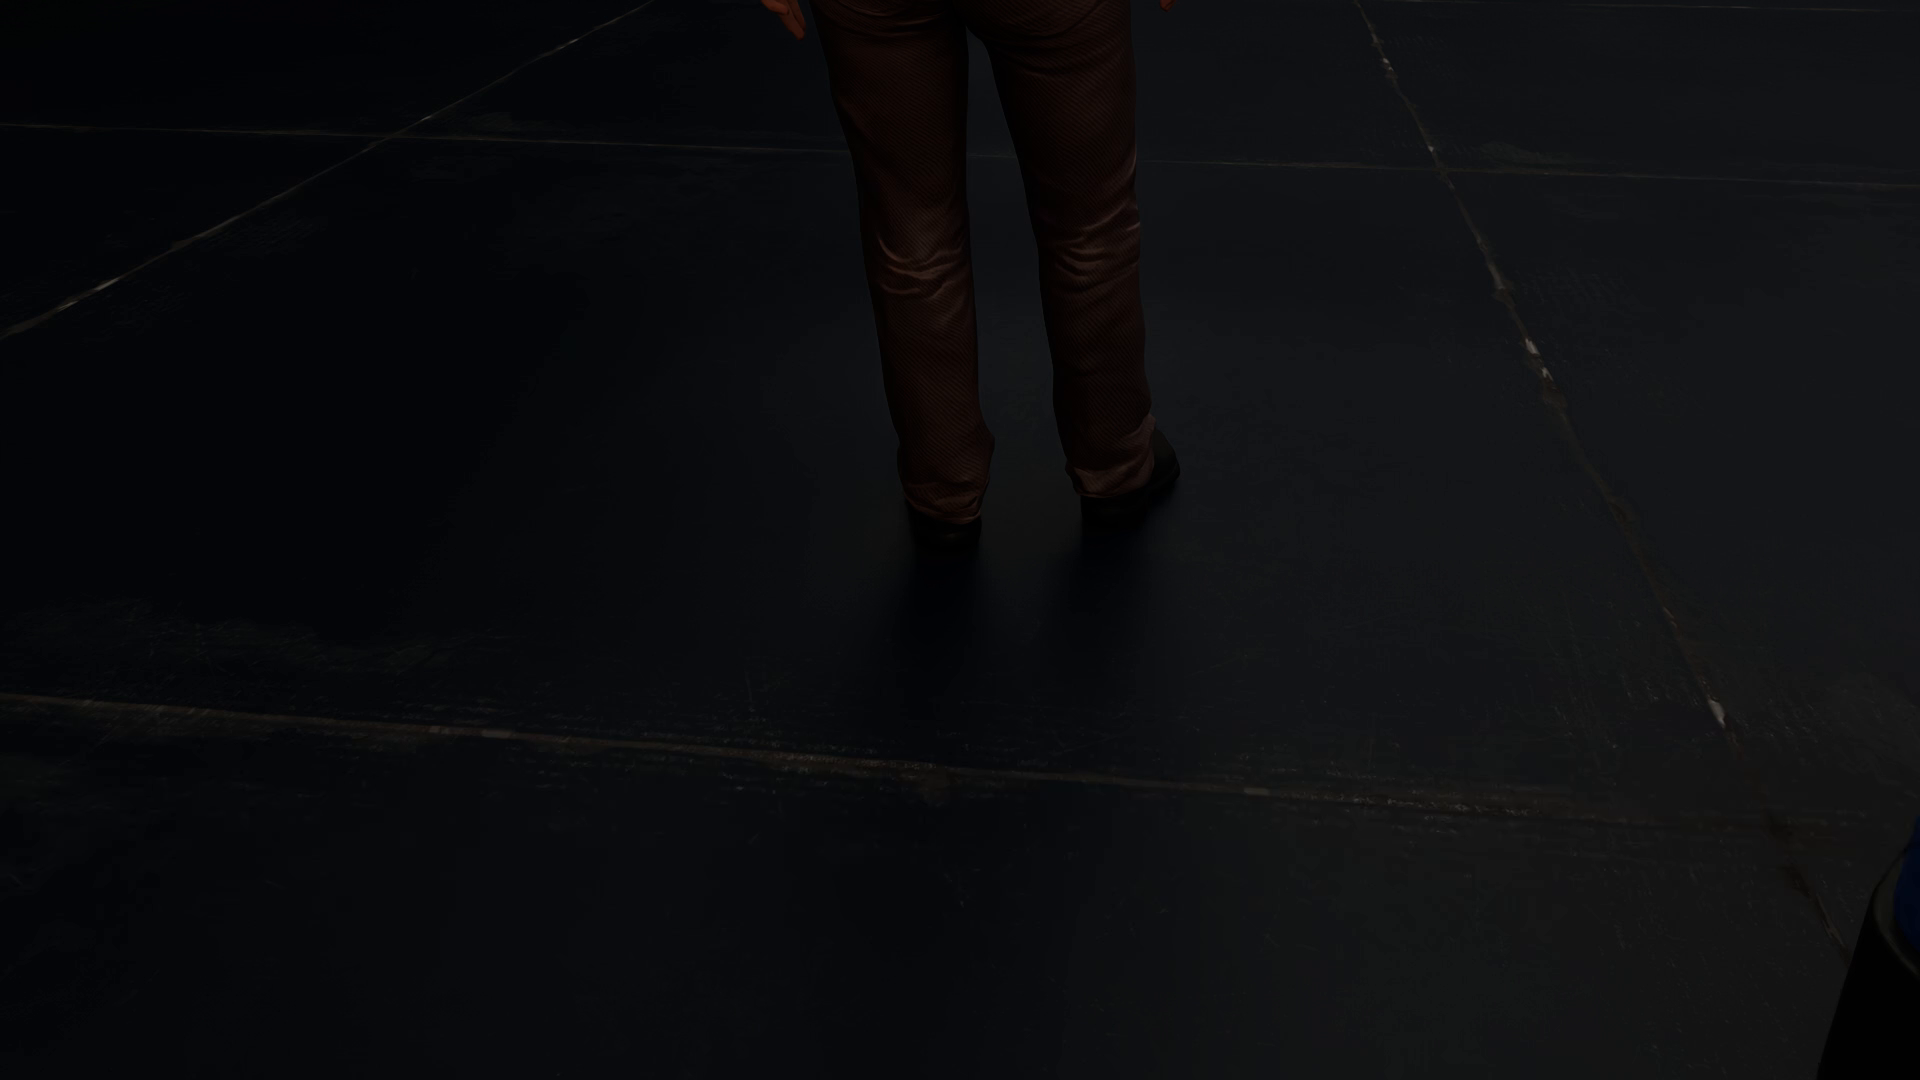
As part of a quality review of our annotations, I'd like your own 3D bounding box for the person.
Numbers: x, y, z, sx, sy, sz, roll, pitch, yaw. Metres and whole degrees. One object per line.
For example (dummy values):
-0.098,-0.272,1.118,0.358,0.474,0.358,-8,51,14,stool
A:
0.016,-0.804,2.166,0.632,1.720,0.568,3,27,7,person
